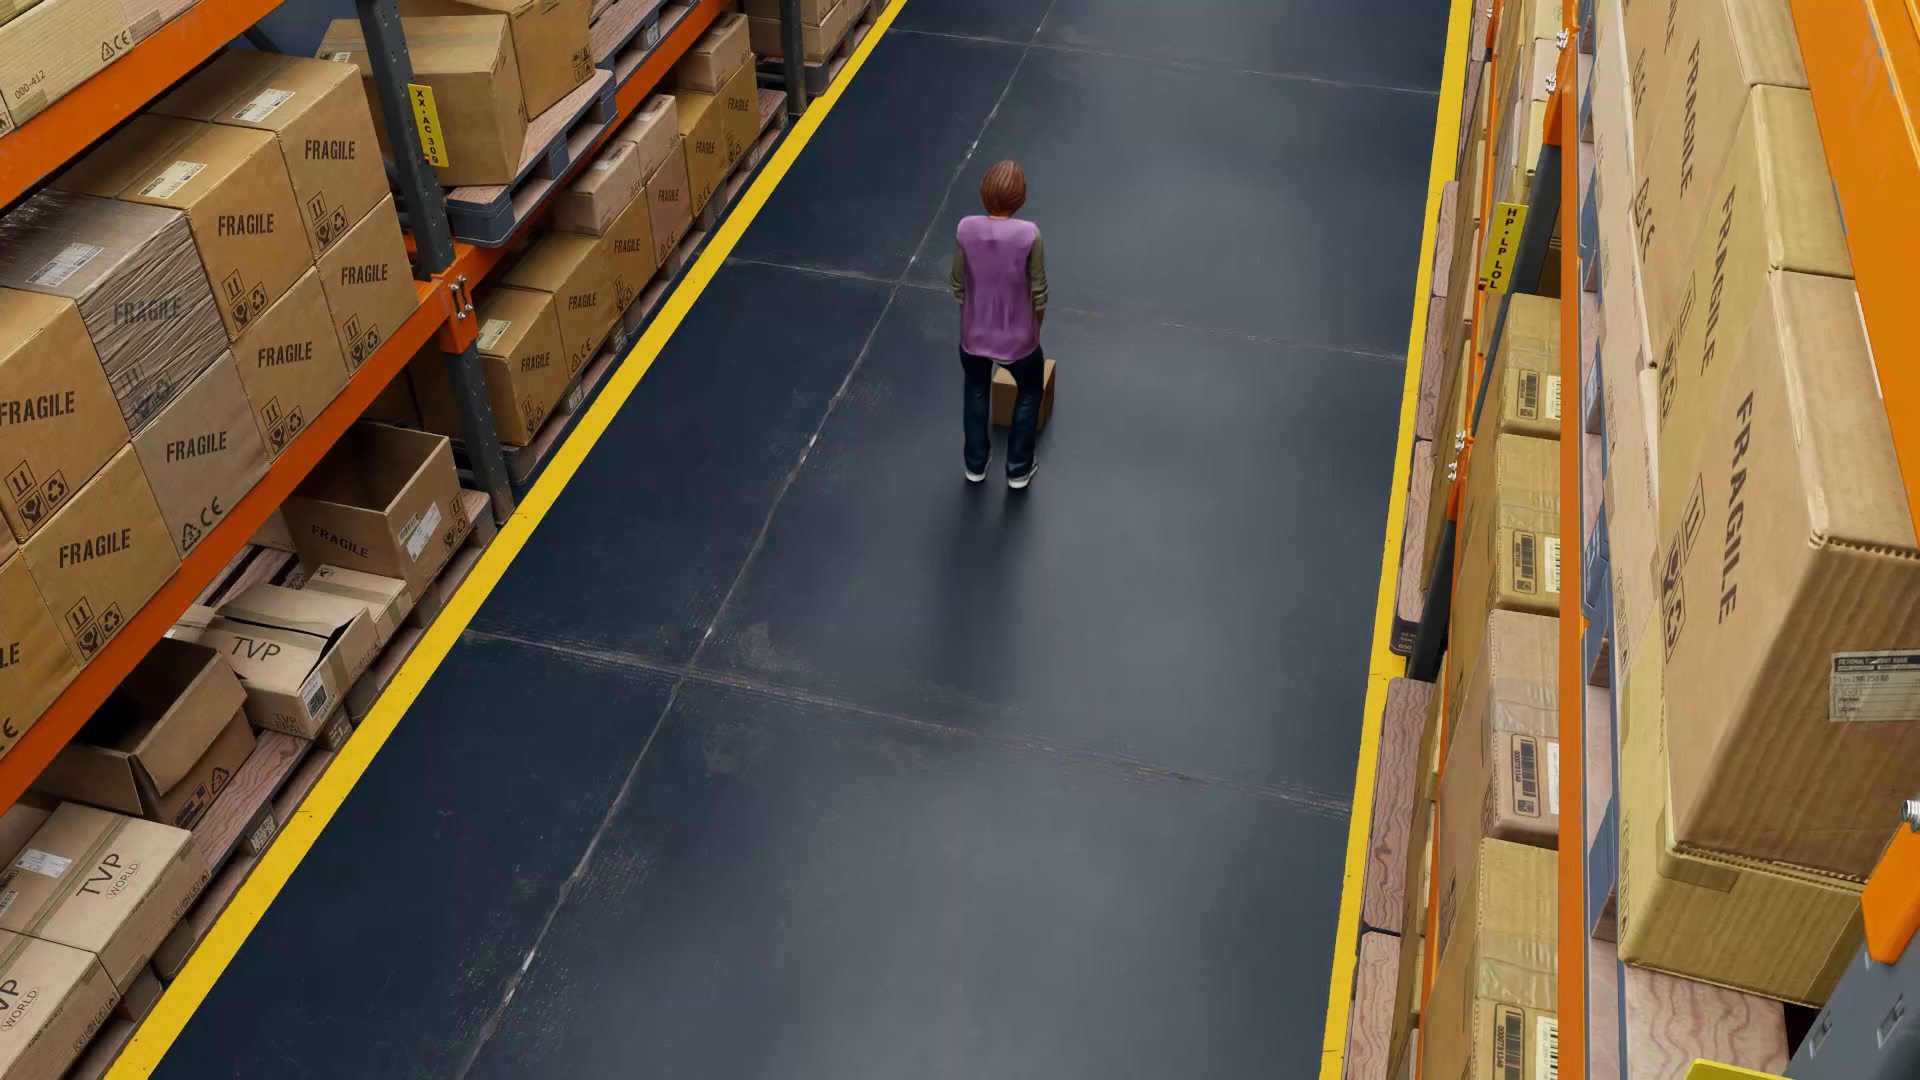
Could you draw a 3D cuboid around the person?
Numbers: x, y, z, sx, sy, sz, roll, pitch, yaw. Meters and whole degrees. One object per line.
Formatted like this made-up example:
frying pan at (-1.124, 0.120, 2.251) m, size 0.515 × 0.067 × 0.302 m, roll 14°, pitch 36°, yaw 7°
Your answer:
person at (0.160, -0.898, 7.230) m, size 0.433 × 1.539 × 0.417 m, roll 11°, pitch 43°, yaw 12°
